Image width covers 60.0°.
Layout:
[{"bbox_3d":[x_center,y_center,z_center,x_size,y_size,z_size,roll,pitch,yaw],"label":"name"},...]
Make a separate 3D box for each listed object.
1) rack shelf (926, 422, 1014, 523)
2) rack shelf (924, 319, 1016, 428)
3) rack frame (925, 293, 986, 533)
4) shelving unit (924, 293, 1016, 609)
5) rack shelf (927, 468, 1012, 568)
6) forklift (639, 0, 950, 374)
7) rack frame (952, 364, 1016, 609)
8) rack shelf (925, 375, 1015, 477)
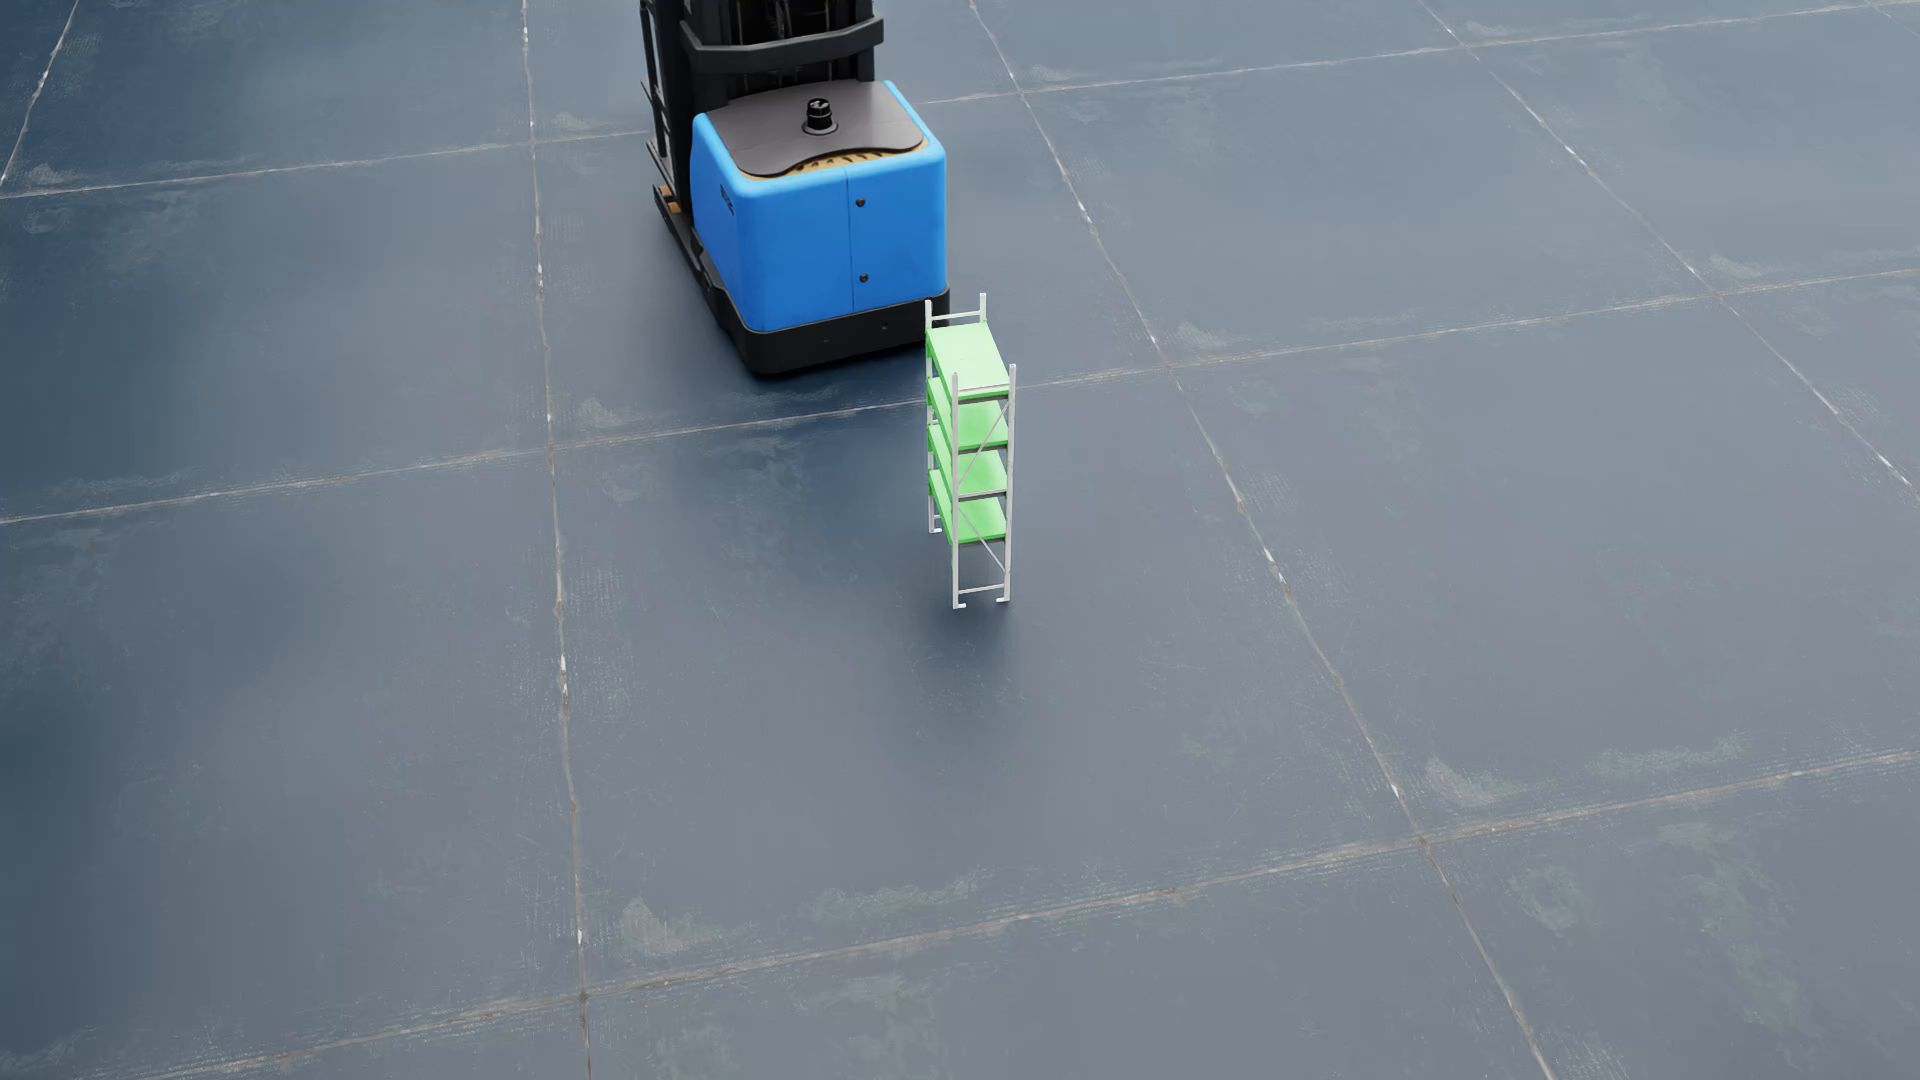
[{"bbox_3d":[0.036,-0.294,6.773,0.258,0.148,0.480,-8,42,-9],"label":"rack shelf"},{"bbox_3d":[0.036,-0.653,6.455,0.258,0.148,0.480,-8,42,-9],"label":"rack shelf"},{"bbox_3d":[-0.017,-0.500,6.909,0.240,1.200,0.015,-8,42,-9],"label":"rack frame"},{"bbox_3d":[0.036,-0.341,6.731,0.258,1.200,0.503,-8,42,-9],"label":"shelving unit"},{"bbox_3d":[0.036,-0.114,6.933,0.258,0.148,0.480,-8,42,-9],"label":"rack shelf"},{"bbox_3d":[-1.063,-2.885,8.293,1.130,2.935,3.031,-15,44,-16],"label":"forklift"},{"bbox_3d":[0.088,-0.183,6.553,0.240,1.200,0.015,-8,42,-9],"label":"rack frame"},{"bbox_3d":[0.036,-0.473,6.614,0.258,0.148,0.480,-8,42,-9],"label":"rack shelf"}]
